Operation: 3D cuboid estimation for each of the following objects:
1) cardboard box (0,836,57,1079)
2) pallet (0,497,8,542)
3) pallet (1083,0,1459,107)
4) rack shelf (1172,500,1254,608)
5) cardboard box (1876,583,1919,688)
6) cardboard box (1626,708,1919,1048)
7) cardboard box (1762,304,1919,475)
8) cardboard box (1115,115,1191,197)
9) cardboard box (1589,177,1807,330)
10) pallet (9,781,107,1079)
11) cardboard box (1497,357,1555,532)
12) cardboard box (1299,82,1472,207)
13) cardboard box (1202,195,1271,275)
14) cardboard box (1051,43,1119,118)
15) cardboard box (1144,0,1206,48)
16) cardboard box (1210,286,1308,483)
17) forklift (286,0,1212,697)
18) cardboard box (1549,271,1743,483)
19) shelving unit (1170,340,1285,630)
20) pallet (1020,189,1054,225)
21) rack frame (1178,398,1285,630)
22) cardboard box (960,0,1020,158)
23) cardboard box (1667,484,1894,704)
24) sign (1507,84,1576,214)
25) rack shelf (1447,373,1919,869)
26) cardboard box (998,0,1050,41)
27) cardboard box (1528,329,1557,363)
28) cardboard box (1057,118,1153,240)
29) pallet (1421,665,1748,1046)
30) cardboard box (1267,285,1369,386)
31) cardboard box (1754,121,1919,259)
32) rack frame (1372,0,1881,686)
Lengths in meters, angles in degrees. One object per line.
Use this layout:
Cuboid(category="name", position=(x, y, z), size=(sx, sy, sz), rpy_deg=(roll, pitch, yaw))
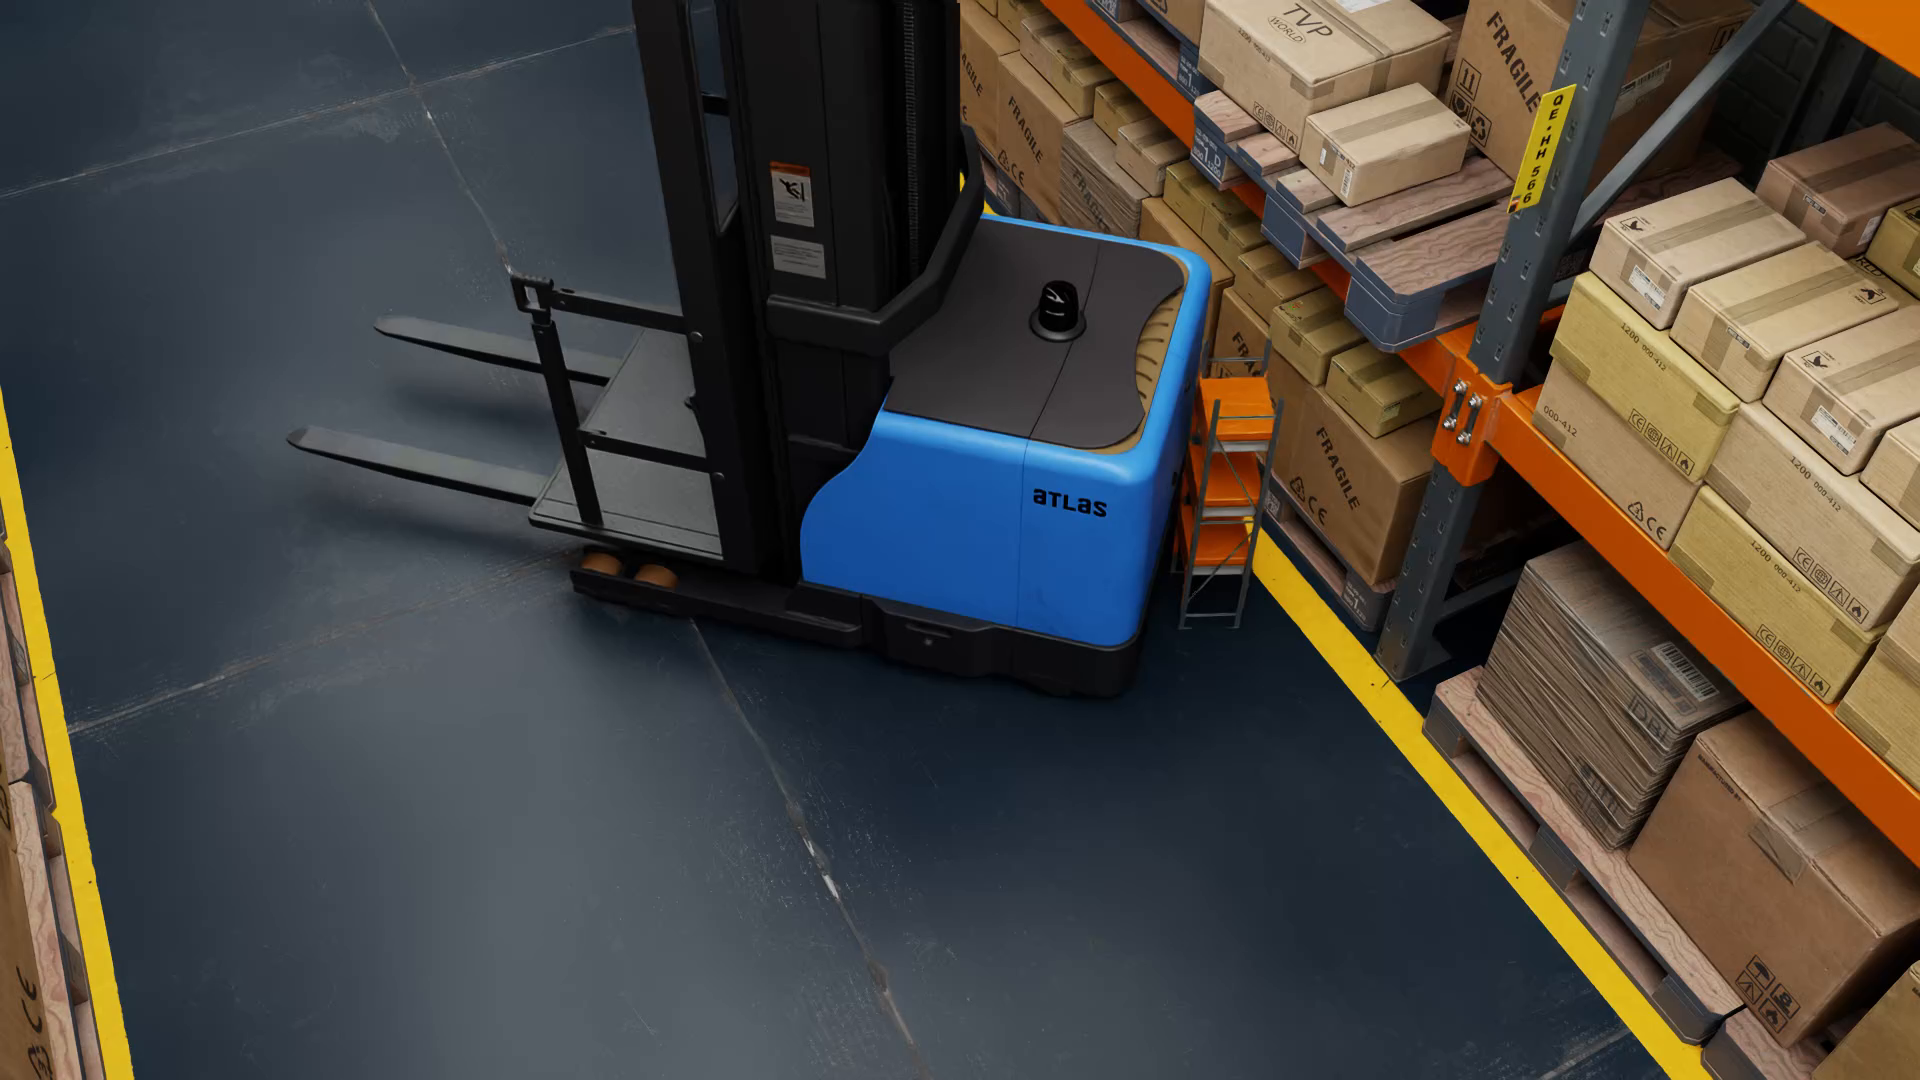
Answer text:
Cuboid(category="cardboard box", position=(-2.838, 1.048, 3.973), size=(0.875, 0.875, 0.875), rpy_deg=(-22, 52, -18))
Cuboid(category="pallet", position=(-4.006, -0.291, 5.864), size=(1.003, 0.211, 1.213), rpy_deg=(-21, 52, -18))
Cuboid(category="pallet", position=(0.922, -1.971, 5.608), size=(1.003, 0.211, 1.213), rpy_deg=(-21, 52, -18))
Cuboid(category="rack shelf", position=(0.817, 0.045, 5.396), size=(0.215, 0.259, 0.240), rpy_deg=(-1, 49, -1))
Cuboid(category="cardboard box", position=(2.253, 0.224, 3.329), size=(0.500, 0.250, 0.500), rpy_deg=(-22, 53, -18))
Cuboid(category="cardboard box", position=(2.395, 0.766, 4.386), size=(0.875, 0.625, 0.625), rpy_deg=(-20, 52, -16))
Cuboid(category="cardboard box", position=(1.964, -0.324, 3.544), size=(0.380, 0.149, 0.250), rpy_deg=(-20, 52, -17))
Cuboid(category="cardboard box", position=(0.783, -1.403, 5.935), size=(0.380, 0.149, 0.250), rpy_deg=(-23, 53, -19))
Cuboid(category="cardboard box", position=(1.700, -0.666, 3.842), size=(0.380, 0.149, 0.250), rpy_deg=(-20, 52, -16))
Cuboid(category="pallet", position=(-2.889, 1.343, 4.436), size=(1.003, 0.211, 1.213), rpy_deg=(-21, 52, -18))
Cuboid(category="cardboard box", position=(1.873, -0.428, 5.513), size=(0.500, 0.500, 0.500), rpy_deg=(-19, 52, -16))
Cuboid(category="cardboard box", position=(1.174, -1.097, 4.605), size=(0.380, 0.149, 0.250), rpy_deg=(-20, 52, -17))
Cuboid(category="cardboard box", position=(1.051, -1.062, 5.637), size=(0.380, 0.149, 0.250), rpy_deg=(-20, 52, -16))
Cuboid(category="cardboard box", position=(0.567, -1.756, 6.244), size=(0.380, 0.149, 0.250), rpy_deg=(-19, 52, -16))
Cuboid(category="cardboard box", position=(0.905, -1.935, 5.102), size=(0.797, 0.503, 0.637), rpy_deg=(-22, 52, -18))
Cuboid(category="cardboard box", position=(1.212, -0.597, 5.661), size=(0.500, 0.500, 0.500), rpy_deg=(-22, 52, -18))
Cuboid(category="forklift", position=(-0.790, -1.096, 4.762), size=(3.031, 2.935, 1.130), rpy_deg=(12, 50, 10))
Cuboid(category="cardboard box", position=(1.780, -0.460, 3.927), size=(0.500, 0.250, 0.500), rpy_deg=(-21, 52, -18))
Cuboid(category="shelving unit", position=(0.817, -0.145, 5.179), size=(0.215, 1.050, 0.252), rpy_deg=(-1, 49, -1))
Cuboid(category="pallet", position=(0.954, -1.144, 6.611), size=(1.003, 0.211, 1.213), rpy_deg=(-21, 52, -18))
Cuboid(category="rack frame", position=(0.821, -0.053, 5.099), size=(0.200, 1.050, 0.008), rpy_deg=(-1, 49, -1))
Cuboid(category="cardboard box", position=(0.259, -1.972, 6.864), size=(0.500, 0.500, 0.500), rpy_deg=(-22, 52, -18))
Cuboid(category="cardboard box", position=(2.028, 0.035, 3.826), size=(0.500, 0.250, 0.500), rpy_deg=(-22, 52, -18))
Cuboid(category="sign", position=(1.338, -0.896, 3.824), size=(0.100, 0.325, 0.005), rpy_deg=(-21, 52, -18))
Cuboid(category="rack shelf", position=(2.731, 0.841, 3.499), size=(1.077, 0.370, 4.000), rpy_deg=(-21, 52, -18))
Cuboid(category="cardboard box", position=(0.374, -2.103, 6.547), size=(0.380, 0.149, 0.250), rpy_deg=(-22, 52, -18))
Cuboid(category="cardboard box", position=(1.855, -0.719, 5.337), size=(0.380, 0.149, 0.250), rpy_deg=(-19, 51, -16))
Cuboid(category="cardboard box", position=(0.716, -1.287, 6.265), size=(0.500, 0.500, 0.500), rpy_deg=(-23, 53, -19))
Cuboid(category="pallet", position=(2.158, 0.748, 4.955), size=(1.003, 0.211, 1.213), rpy_deg=(-21, 52, -18))
Cuboid(category="cardboard box", position=(1.212, -0.678, 5.301), size=(0.380, 0.149, 0.250), rpy_deg=(-24, 53, -19))
Cuboid(category="cardboard box", position=(2.145, -0.833, 3.988), size=(0.380, 0.149, 0.250), rpy_deg=(-20, 52, -16))
Cuboid(category="rack frame", position=(1.816, -0.734, 4.399), size=(1.000, 3.000, 0.127), rpy_deg=(-21, 52, -18))
